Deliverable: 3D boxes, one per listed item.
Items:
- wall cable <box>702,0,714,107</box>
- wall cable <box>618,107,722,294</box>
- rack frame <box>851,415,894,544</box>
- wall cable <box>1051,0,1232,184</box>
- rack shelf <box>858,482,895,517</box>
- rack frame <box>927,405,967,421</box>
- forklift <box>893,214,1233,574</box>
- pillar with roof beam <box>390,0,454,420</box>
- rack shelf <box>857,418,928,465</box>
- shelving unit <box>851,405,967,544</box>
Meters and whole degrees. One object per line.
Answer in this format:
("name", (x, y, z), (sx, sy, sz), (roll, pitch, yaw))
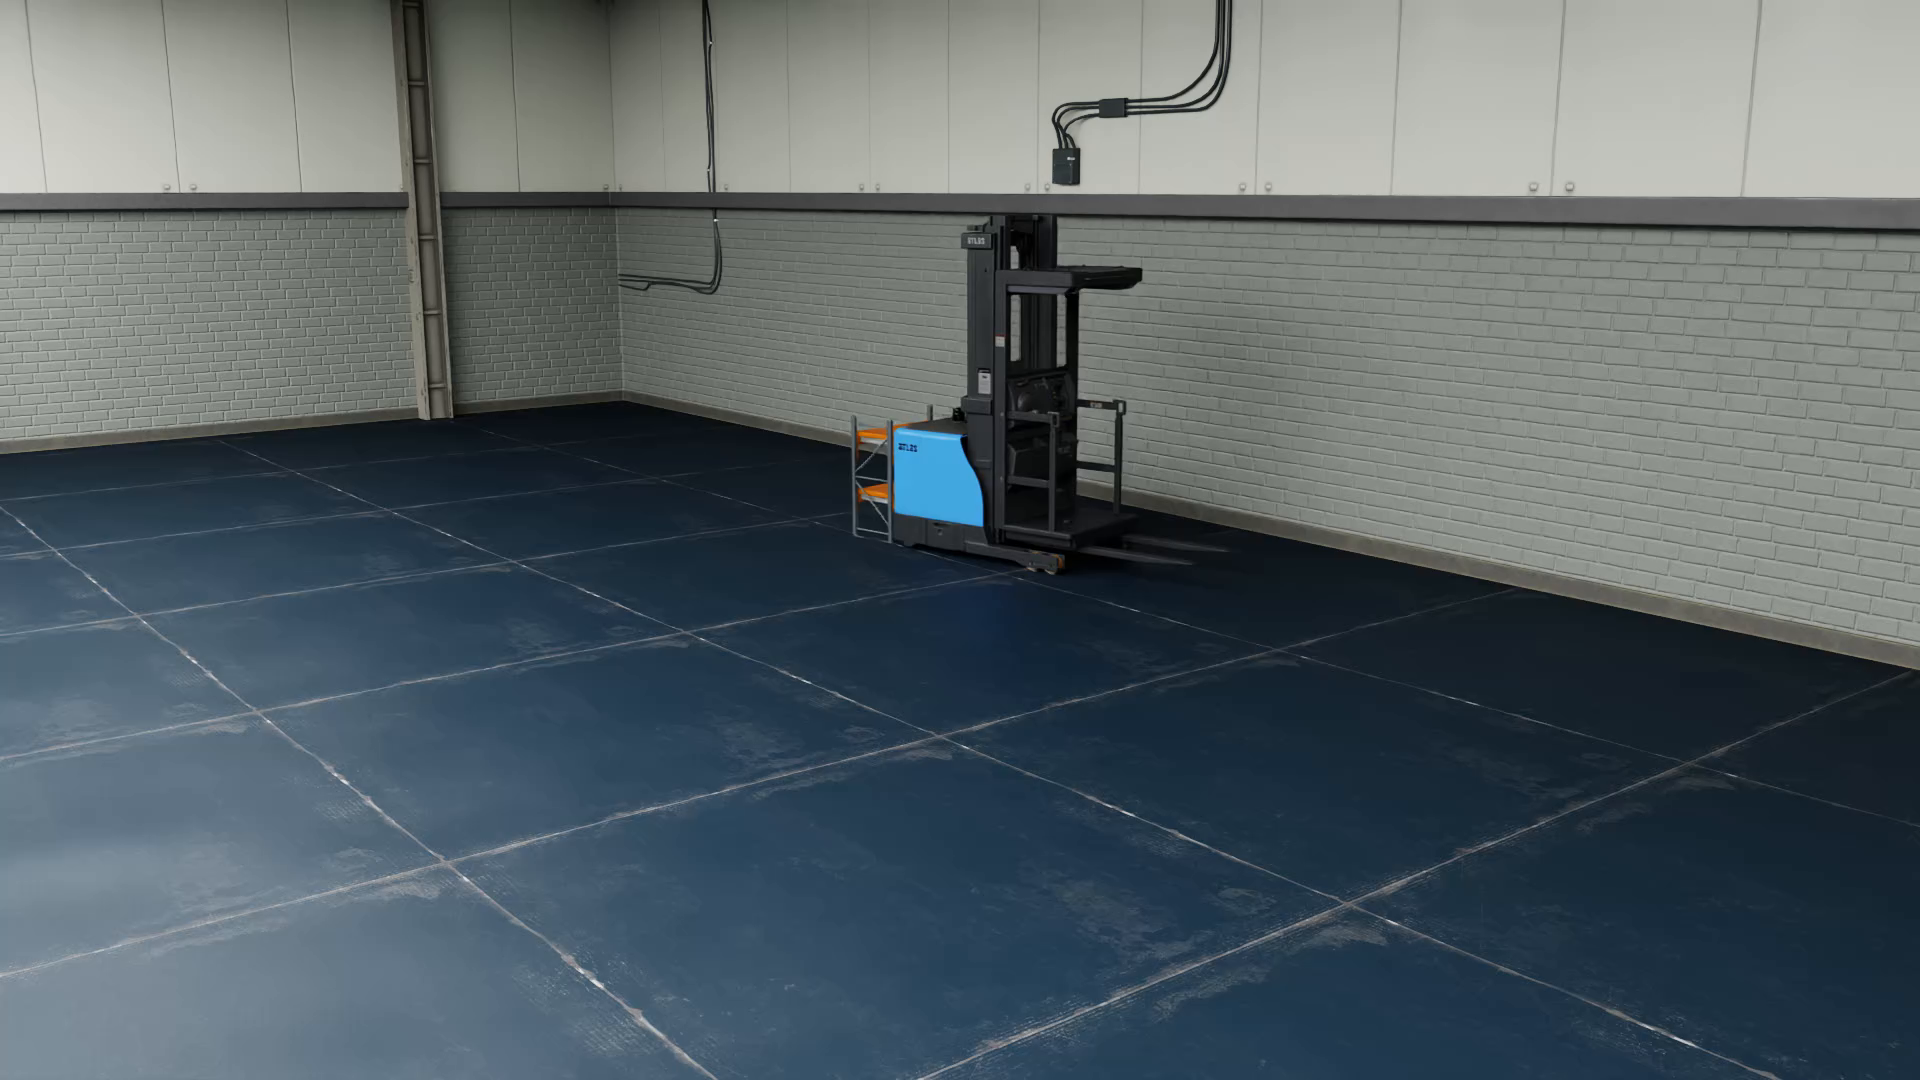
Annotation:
("wall cable", (-2.536, -6.799, 20.923), (0.112, 2.526, 3.097), (-9, 15, -38))
("wall cable", (-4.226, -4.768, 23.514), (0.112, 2.526, 3.097), (-9, 15, -38))
("rack frame", (-0.797, -0.555, 15.153), (0.500, 1.125, 0.032), (11, 16, 41))
("wall cable", (1.693, -6.408, 15.577), (0.169, 6.003, 2.305), (-9, 15, -38))
("rack shelf", (-0.458, -0.394, 15.575), (0.538, 0.278, 1.000), (11, 16, 41))
("rack frame", (-0.119, -0.712, 15.894), (0.500, 1.125, 0.032), (11, 16, 41))
("forklift", (0.869, -1.270, 14.173), (3.031, 2.935, 1.130), (9, 15, 37))
("pillar with roof beam", (-4.663, -5.421, 19.113), (0.400, 9.000, 9.100), (-9, 15, -38))
("rack shelf", (-0.458, -0.920, 15.463), (0.538, 0.278, 1.000), (11, 16, 41))
("shelving unit", (-0.458, -0.633, 15.524), (0.538, 1.125, 1.048), (11, 16, 41))
